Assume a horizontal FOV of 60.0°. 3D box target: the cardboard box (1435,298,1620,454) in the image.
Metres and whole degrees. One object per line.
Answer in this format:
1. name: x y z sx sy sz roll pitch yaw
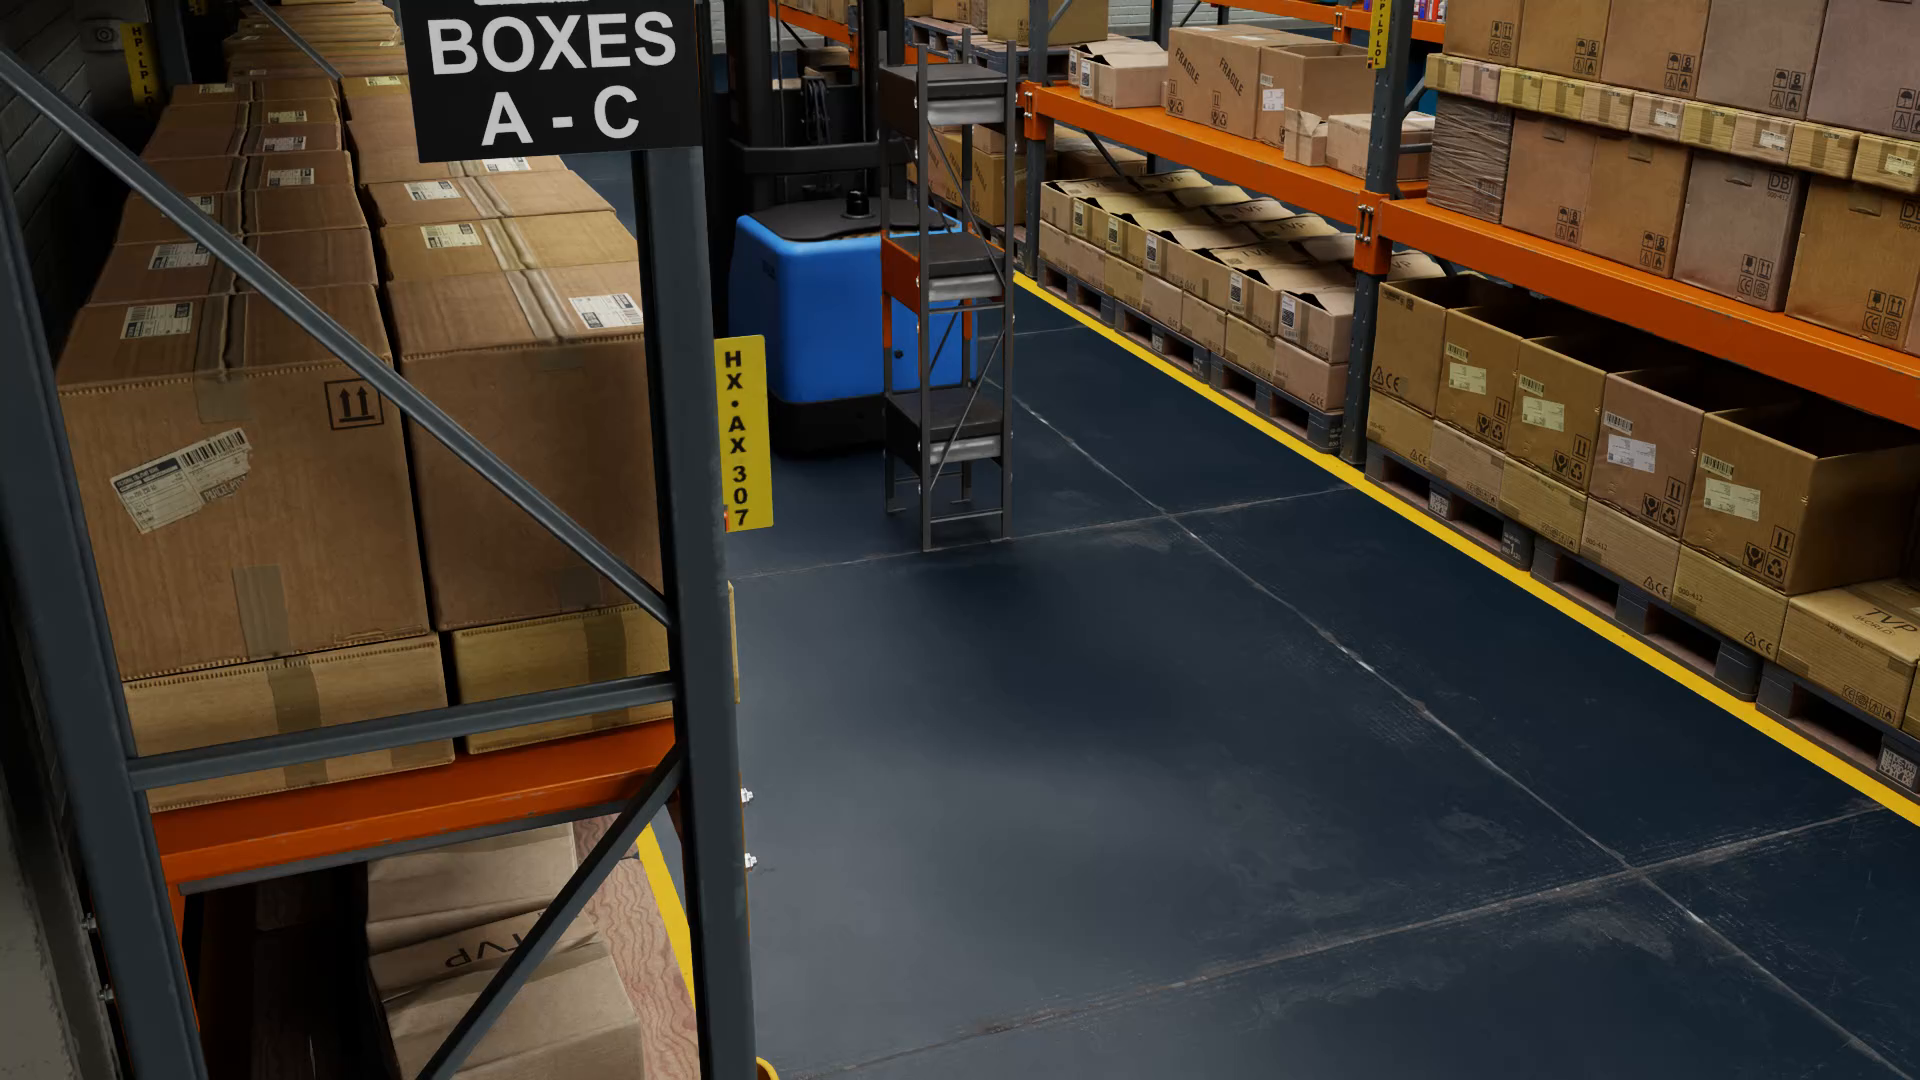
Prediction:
1. cardboard box: 2.411 -0.708 7.102 0.500 0.500 0.500 -8 24 -19

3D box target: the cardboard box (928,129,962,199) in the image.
1. cardboard box: 0.020 -3.018 13.200 0.500 0.500 0.500 -9 25 -21

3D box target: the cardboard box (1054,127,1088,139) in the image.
1. cardboard box: 0.687 -2.909 12.942 0.500 0.500 0.500 -9 24 -20

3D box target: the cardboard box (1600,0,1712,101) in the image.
1. cardboard box: 2.875 -1.946 6.206 0.700 0.500 0.500 -8 24 -19

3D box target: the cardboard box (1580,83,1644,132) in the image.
1. cardboard box: 2.632 -1.678 6.404 0.380 0.149 0.250 -9 25 -21

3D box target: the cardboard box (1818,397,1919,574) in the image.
1. cardboard box: 3.421 -0.233 5.975 0.500 0.500 0.500 -8 24 -19

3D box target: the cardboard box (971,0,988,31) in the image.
1. cardboard box: 0.471 -4.093 12.429 0.700 0.500 0.500 -4 23 -9

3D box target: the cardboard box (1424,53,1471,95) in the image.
1. cardboard box: 2.270 -2.049 7.285 0.380 0.149 0.250 -8 24 -19

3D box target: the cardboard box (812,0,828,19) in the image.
1. cardboard box: -1.070 -5.114 15.394 0.500 0.500 0.500 -8 24 -17

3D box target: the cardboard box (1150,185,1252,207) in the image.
1. cardboard box: 1.549 -2.122 10.699 0.500 0.311 0.500 -9 24 -20

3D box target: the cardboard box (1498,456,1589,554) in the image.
1. cardboard box: 2.580 -0.180 6.814 0.500 0.250 0.500 -8 24 -19

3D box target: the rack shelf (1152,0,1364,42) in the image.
1. rack shelf: 3.459 -5.808 18.095 1.077 0.370 4.000 -8 24 -19

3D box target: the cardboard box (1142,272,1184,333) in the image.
1. cardboard box: 1.402 -1.420 9.757 0.500 0.250 0.500 -8 24 -18

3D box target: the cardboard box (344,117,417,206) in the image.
1. cardboard box: -1.471 -0.938 4.816 0.500 0.500 0.500 -9 24 -21

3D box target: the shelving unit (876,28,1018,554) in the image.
1. shelving unit: -0.059 -1.028 6.985 0.431 2.100 0.503 -8 24 -19

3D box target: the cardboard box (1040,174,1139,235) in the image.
1. cardboard box: 0.854 -2.236 10.970 0.500 0.311 0.500 -7 24 -17

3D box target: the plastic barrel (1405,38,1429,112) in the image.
1. plastic barrel: 4.342 -4.440 16.082 0.600 0.901 0.708 -8 24 -19

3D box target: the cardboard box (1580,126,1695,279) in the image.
1. cardboard box: 2.885 -1.340 6.439 0.700 0.500 0.500 -8 24 -18

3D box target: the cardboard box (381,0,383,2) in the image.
1. cardboard box: -3.622 -3.004 9.978 0.500 0.500 0.500 -8 24 -17

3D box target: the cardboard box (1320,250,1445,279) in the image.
1. cardboard box: 2.272 -1.380 8.939 0.500 0.311 0.500 -9 24 -20

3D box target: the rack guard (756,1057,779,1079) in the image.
1. rack guard: -0.890 1.431 3.212 1.175 0.500 0.348 -8 24 -19

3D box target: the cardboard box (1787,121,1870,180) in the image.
1. cardboard box: 2.998 -1.303 5.514 0.380 0.149 0.250 -8 24 -18

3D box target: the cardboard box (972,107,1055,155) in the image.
1. cardboard box: 0.370 -3.005 12.205 0.500 0.250 0.500 -7 24 -17

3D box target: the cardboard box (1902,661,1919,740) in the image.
1. cardboard box: 3.304 0.545 5.095 0.500 0.250 0.500 -8 24 -19

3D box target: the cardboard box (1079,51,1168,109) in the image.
1. cardboard box: 1.078 -2.889 10.356 0.500 0.311 0.500 -9 24 -20

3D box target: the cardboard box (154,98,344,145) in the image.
1. cardboard box: -2.127 -1.045 5.068 0.500 0.500 0.500 -8 24 -19

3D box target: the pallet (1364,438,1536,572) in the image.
1. pallet: 2.598 -0.248 7.567 1.003 0.211 1.213 -8 24 -19

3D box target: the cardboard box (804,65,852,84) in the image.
1. cardboard box: -1.138 -4.469 16.639 0.797 0.503 0.637 -8 24 -19

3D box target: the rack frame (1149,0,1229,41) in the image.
1. rack frame: 2.753 -6.866 19.679 1.000 3.000 0.127 -8 24 -19

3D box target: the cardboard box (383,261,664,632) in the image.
1. cardboard box: -0.751 -0.194 3.050 0.500 0.500 0.500 -8 24 -19

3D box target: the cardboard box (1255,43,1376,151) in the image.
1. cardboard box: 1.914 -2.347 8.827 0.500 0.500 0.500 -7 24 -15

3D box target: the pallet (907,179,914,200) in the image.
1. pallet: -0.147 -3.159 14.474 1.003 0.211 1.213 -8 24 -19

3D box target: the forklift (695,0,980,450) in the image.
1. forklift: -0.931 -2.328 8.999 1.130 2.935 3.031 -9 25 -21

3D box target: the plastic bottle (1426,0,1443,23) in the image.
1. plastic bottle: 4.300 -4.799 14.934 0.152 0.276 0.135 -8 24 -19

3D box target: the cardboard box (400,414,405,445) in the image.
1. cardboard box: -1.110 -0.227 4.094 0.500 0.250 0.500 -9 24 -20

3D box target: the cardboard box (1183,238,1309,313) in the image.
1. cardboard box: 1.581 -1.490 9.202 0.500 0.311 0.500 -8 24 -19

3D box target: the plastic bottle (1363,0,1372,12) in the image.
1. plastic bottle: 3.896 -5.167 15.798 0.061 0.283 0.133 -8 24 -19

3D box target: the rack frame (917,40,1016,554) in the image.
1. rack frame: 0.028 -0.939 6.775 0.400 2.100 0.015 -8 24 -19

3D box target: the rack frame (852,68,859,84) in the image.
1. rack frame: -0.470 -4.735 14.622 1.000 3.000 0.127 -8 24 -19

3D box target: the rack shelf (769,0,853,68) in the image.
1. rack shelf: -1.176 -5.130 16.485 1.077 0.370 4.000 -8 24 -19

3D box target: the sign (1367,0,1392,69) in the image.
1. sign: 1.852 -2.247 7.330 0.100 0.325 0.005 -8 24 -19

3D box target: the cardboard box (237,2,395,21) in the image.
1. cardboard box: -3.291 -2.480 8.578 0.700 0.500 0.500 -11 25 -24

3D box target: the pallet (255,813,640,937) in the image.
1. pallet: -1.571 0.821 5.030 1.003 0.211 1.213 -8 24 -19

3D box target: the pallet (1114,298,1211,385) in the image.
1. pallet: 1.625 -1.249 9.942 1.003 0.211 1.213 -8 24 -19

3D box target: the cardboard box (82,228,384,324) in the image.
1. cardboard box: -1.397 -0.306 3.315 0.500 0.500 0.500 -8 24 -18

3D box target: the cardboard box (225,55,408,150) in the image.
1. cardboard box: -2.424 -1.585 6.454 0.700 0.500 0.500 -8 24 -19
